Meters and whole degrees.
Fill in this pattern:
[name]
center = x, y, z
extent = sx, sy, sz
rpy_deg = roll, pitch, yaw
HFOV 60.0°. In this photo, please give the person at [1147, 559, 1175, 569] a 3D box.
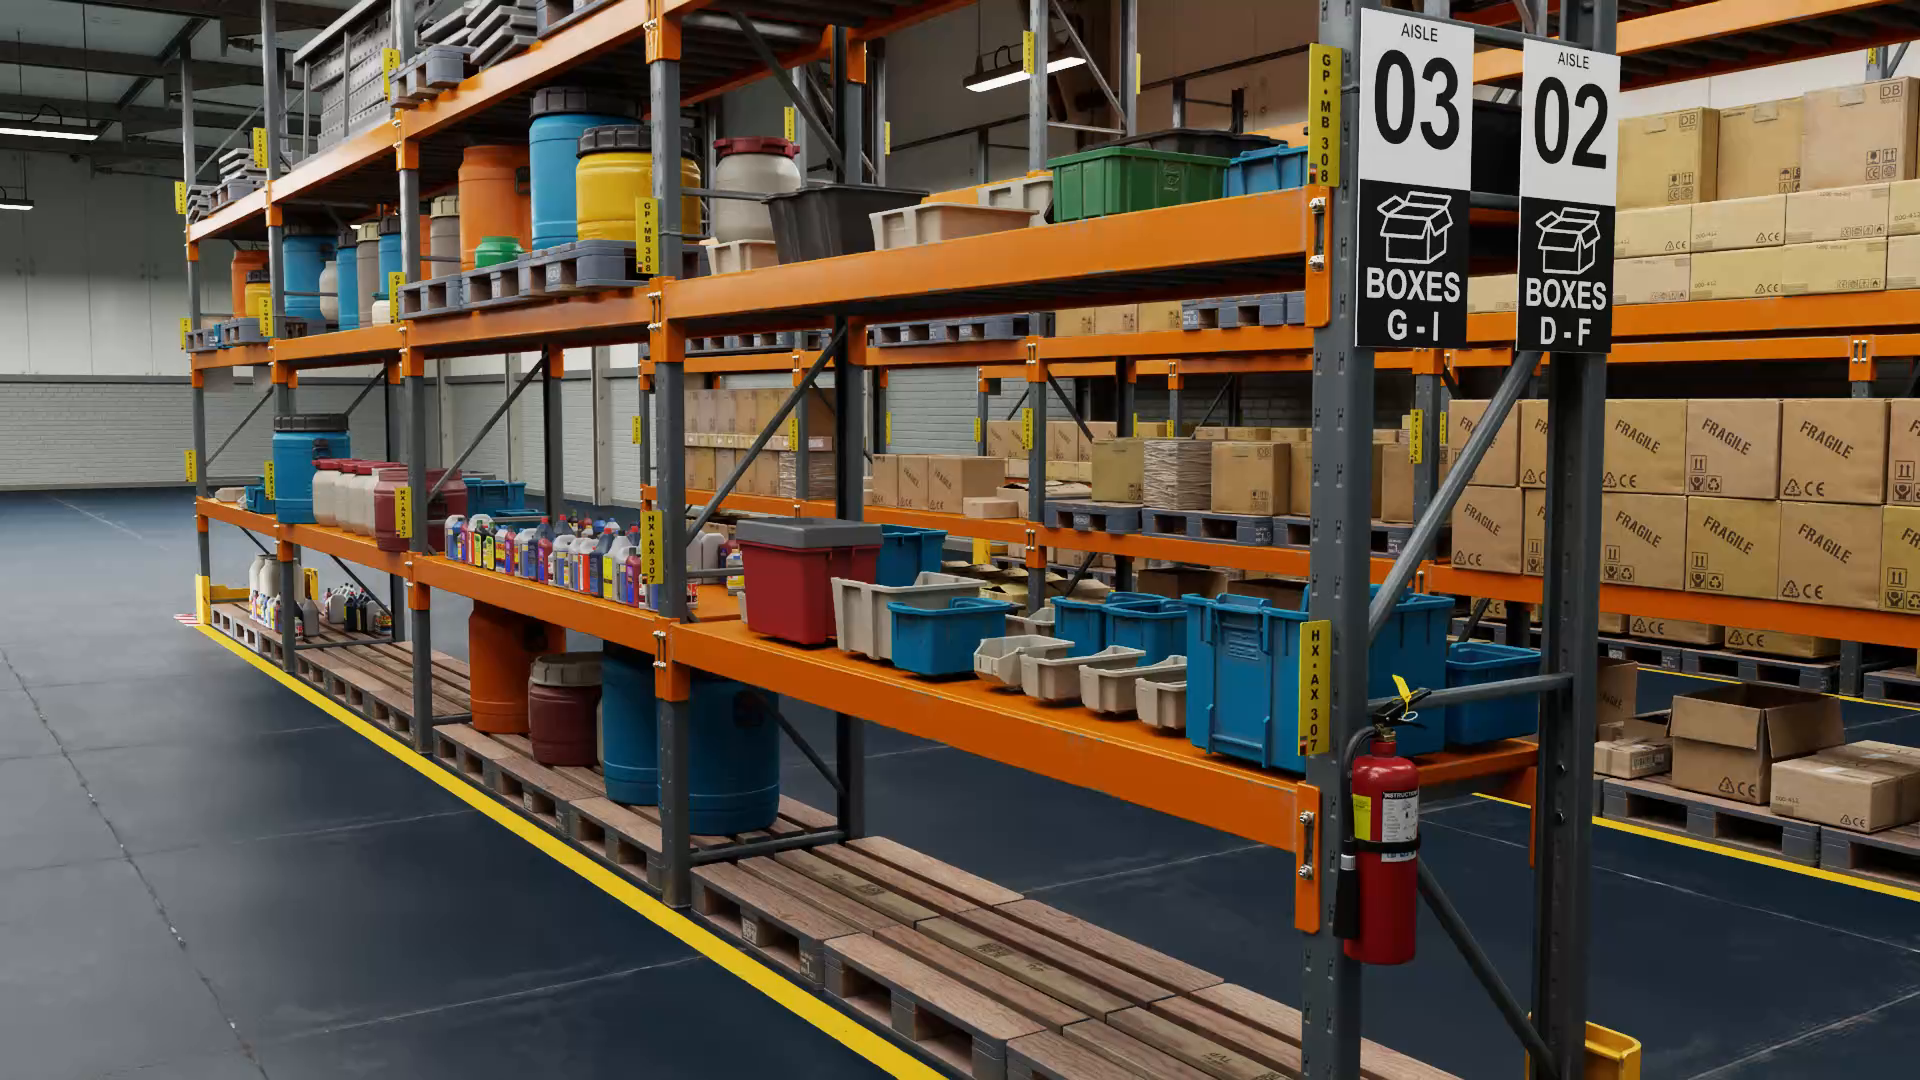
[person]
center = 2.255, -0.110, 18.515
extent = 0.377, 1.771, 0.569
rpy_deg = -3, 6, -35
